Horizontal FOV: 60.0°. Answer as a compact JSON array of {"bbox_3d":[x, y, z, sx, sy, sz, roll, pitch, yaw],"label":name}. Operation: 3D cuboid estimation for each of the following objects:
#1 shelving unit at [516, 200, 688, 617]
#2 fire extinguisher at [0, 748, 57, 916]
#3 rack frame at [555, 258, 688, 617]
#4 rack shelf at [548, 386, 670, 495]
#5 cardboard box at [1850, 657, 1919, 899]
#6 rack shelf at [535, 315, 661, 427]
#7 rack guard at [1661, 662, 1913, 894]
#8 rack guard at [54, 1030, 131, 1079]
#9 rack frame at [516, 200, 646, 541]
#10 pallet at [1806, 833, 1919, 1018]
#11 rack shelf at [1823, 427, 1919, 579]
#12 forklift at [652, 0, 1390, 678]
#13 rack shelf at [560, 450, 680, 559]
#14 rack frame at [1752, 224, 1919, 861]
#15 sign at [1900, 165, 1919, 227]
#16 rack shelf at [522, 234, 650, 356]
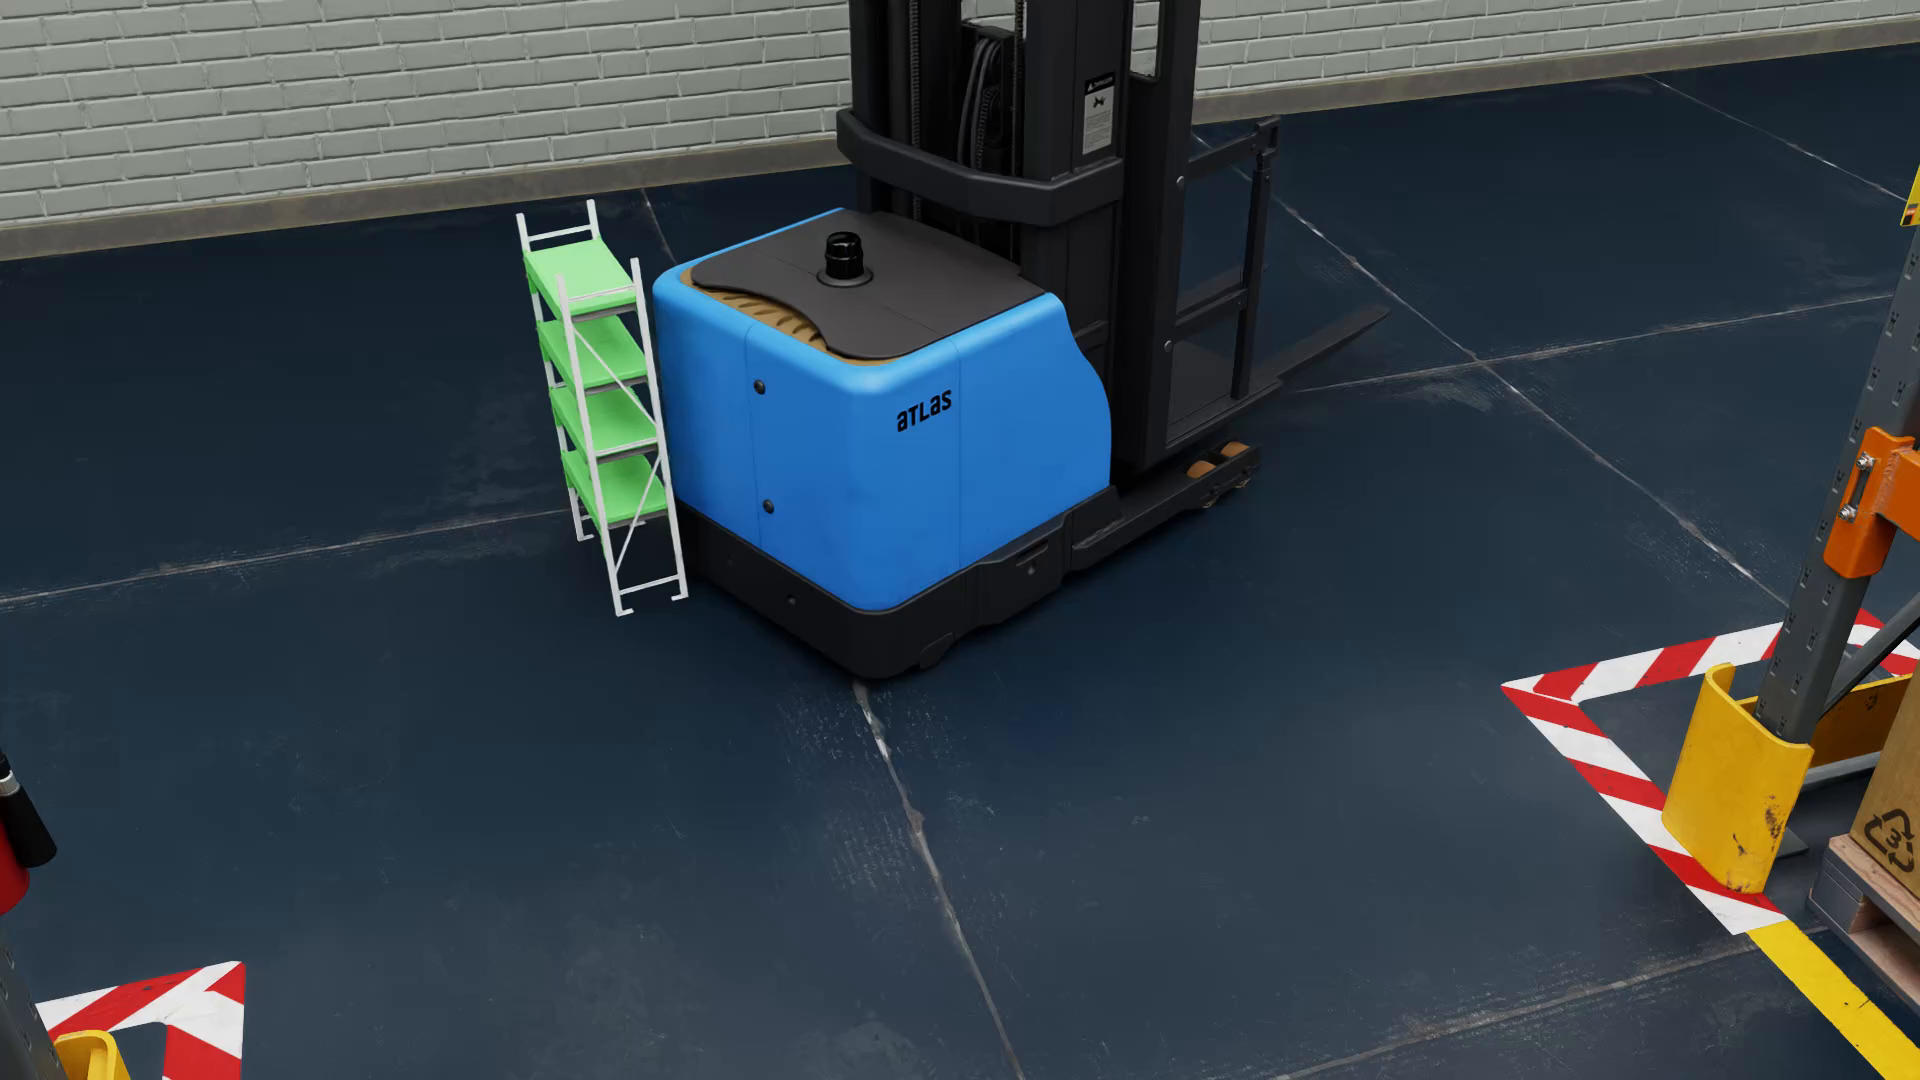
[{"bbox_3d":[-1.123,-0.404,5.266,0.258,1.200,0.503,-16,37,-20],"label":"shelving unit"},{"bbox_3d":[-1.800,0.374,2.871,0.296,0.674,0.183,-10,35,-15],"label":"fire extinguisher"},{"bbox_3d":[-1.019,-0.282,5.081,0.240,1.200,0.015,-16,37,-20],"label":"rack frame"},{"bbox_3d":[-1.121,-0.351,5.301,0.258,0.148,0.480,-16,37,-20],"label":"rack shelf"},{"bbox_3d":[2.802,0.543,3.754,0.875,0.875,0.875,-10,35,-15],"label":"cardboard box"},{"bbox_3d":[-1.128,-0.550,5.167,0.258,0.148,0.480,-16,37,-20],"label":"rack shelf"},{"bbox_3d":[2.523,0.539,4.481,1.175,0.500,0.348,-10,35,-15],"label":"rack guard"},{"bbox_3d":[-2.206,1.374,3.217,1.175,0.500,0.348,-10,35,-15],"label":"rack guard"},{"bbox_3d":[-1.228,-0.525,5.450,0.240,1.200,0.015,-16,37,-20],"label":"rack frame"},{"bbox_3d":[2.849,1.079,3.926,1.003,0.211,1.213,-10,35,-15],"label":"pallet"},{"bbox_3d":[3.140,0.859,2.382,1.077,0.370,4.000,-10,35,-15],"label":"rack shelf"},{"bbox_3d":[0.448,-1.517,5.387,1.130,2.935,3.031,29,43,36],"label":"forklift"},{"bbox_3d":[-1.115,-0.153,5.436,0.258,0.148,0.480,-16,37,-20],"label":"rack shelf"},{"bbox_3d":[2.530,-0.491,3.772,1.000,3.000,0.127,-10,35,-15],"label":"rack frame"},{"bbox_3d":[2.000,-0.795,3.375,0.100,0.325,0.005,-10,35,-15],"label":"sign"},{"bbox_3d":[-1.135,-0.748,5.032,0.258,0.148,0.480,-16,37,-20],"label":"rack shelf"}]
